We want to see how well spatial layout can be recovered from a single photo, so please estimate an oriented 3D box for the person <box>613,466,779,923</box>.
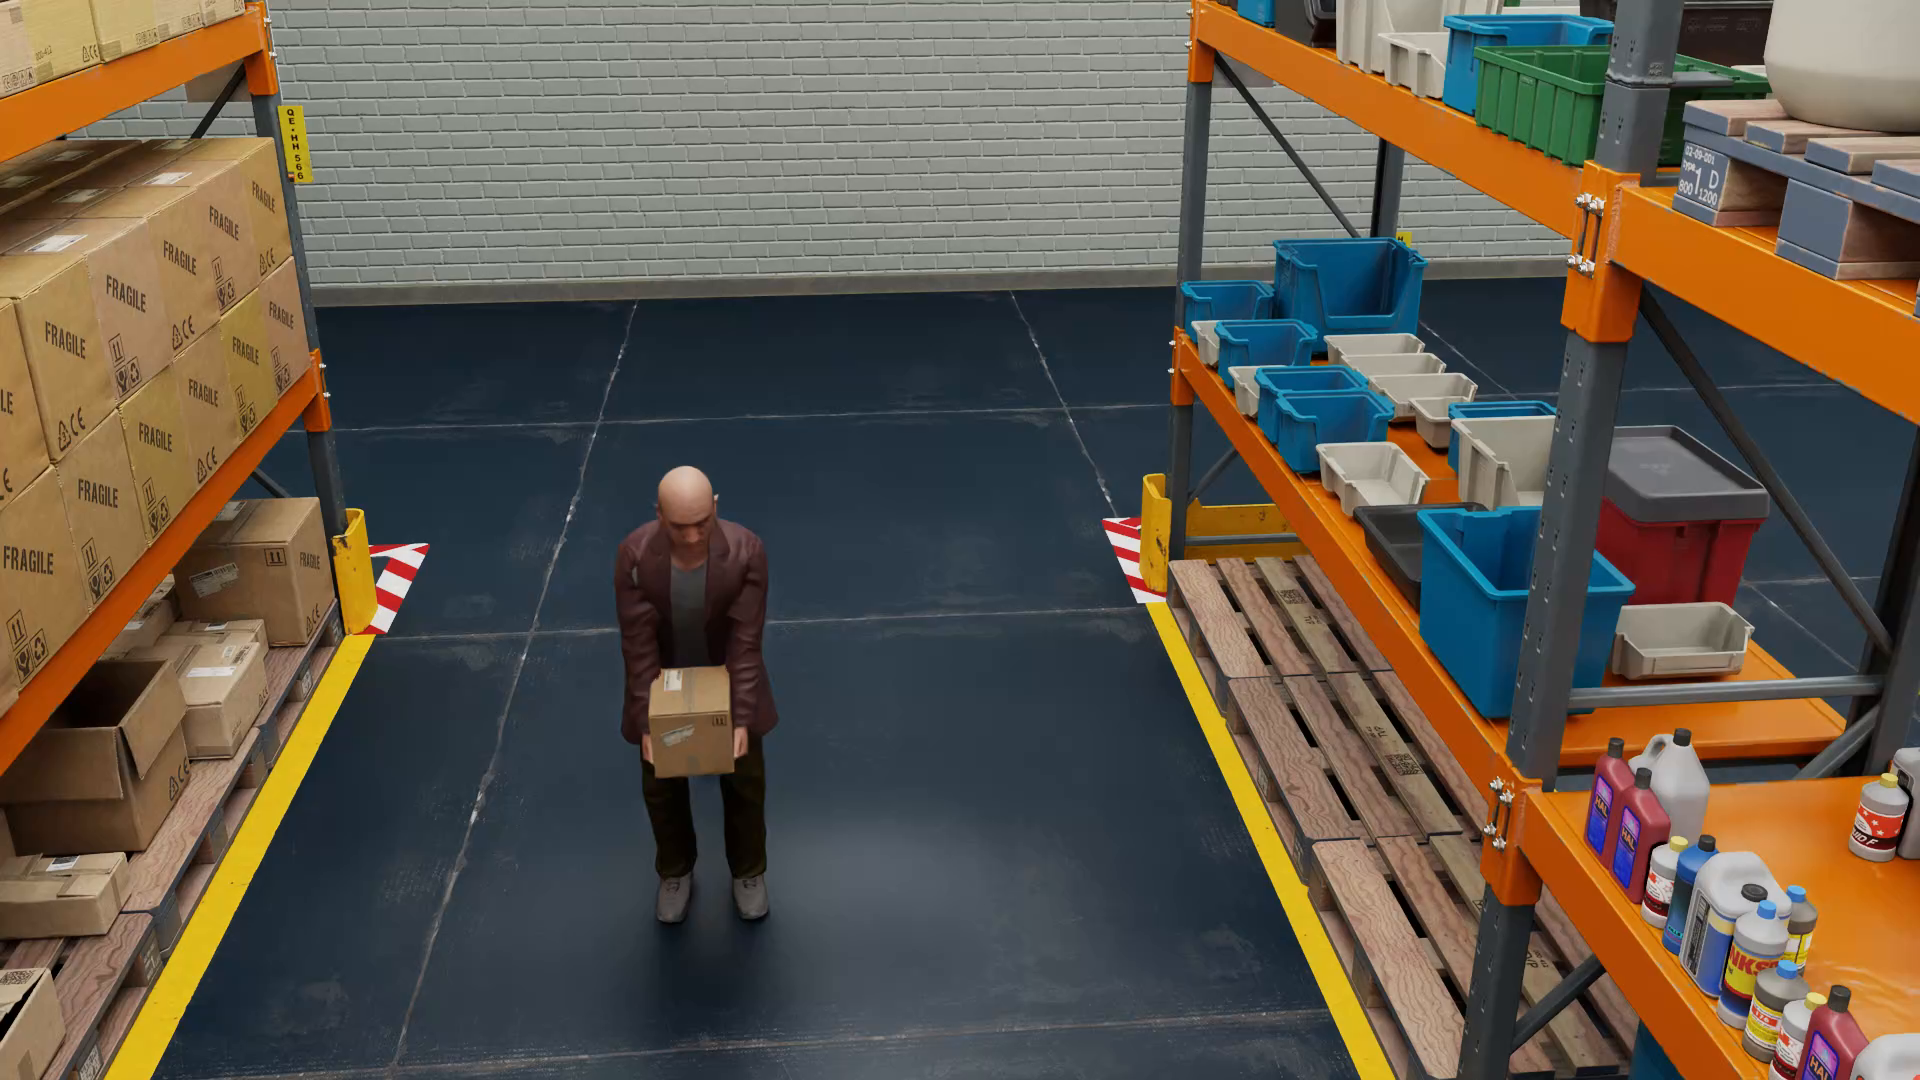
[{"bbox_3d":[-0.874,0.592,5.544,0.537,1.551,0.615,-3,24,-6],"label":"person"}]
